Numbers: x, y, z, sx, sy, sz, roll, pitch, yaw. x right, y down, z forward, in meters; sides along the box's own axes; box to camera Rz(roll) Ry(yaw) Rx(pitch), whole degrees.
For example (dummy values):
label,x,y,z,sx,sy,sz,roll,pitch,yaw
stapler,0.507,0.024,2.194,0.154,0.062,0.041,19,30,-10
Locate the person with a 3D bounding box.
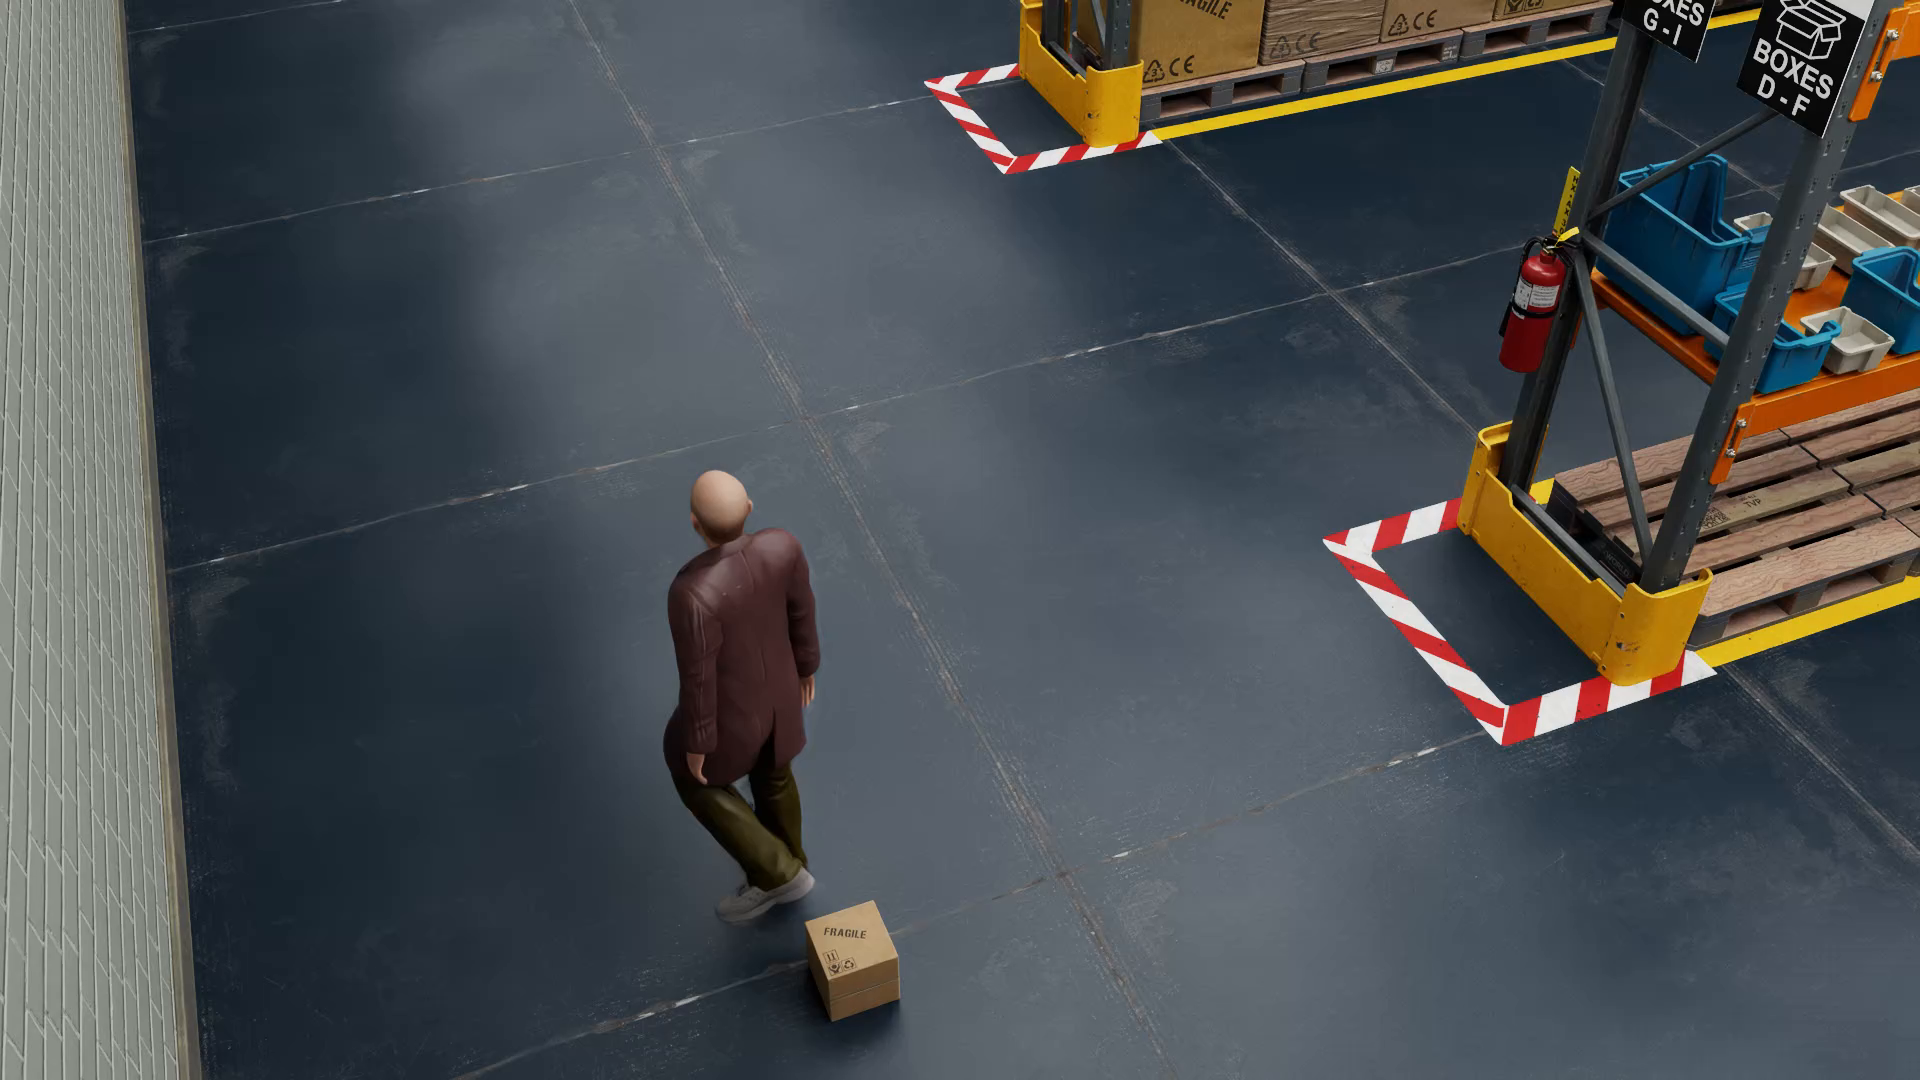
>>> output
label,x,y,z,sx,sy,sz,roll,pitch,yaw
person,-0.678,0.558,5.517,0.567,1.771,0.626,31,50,30
